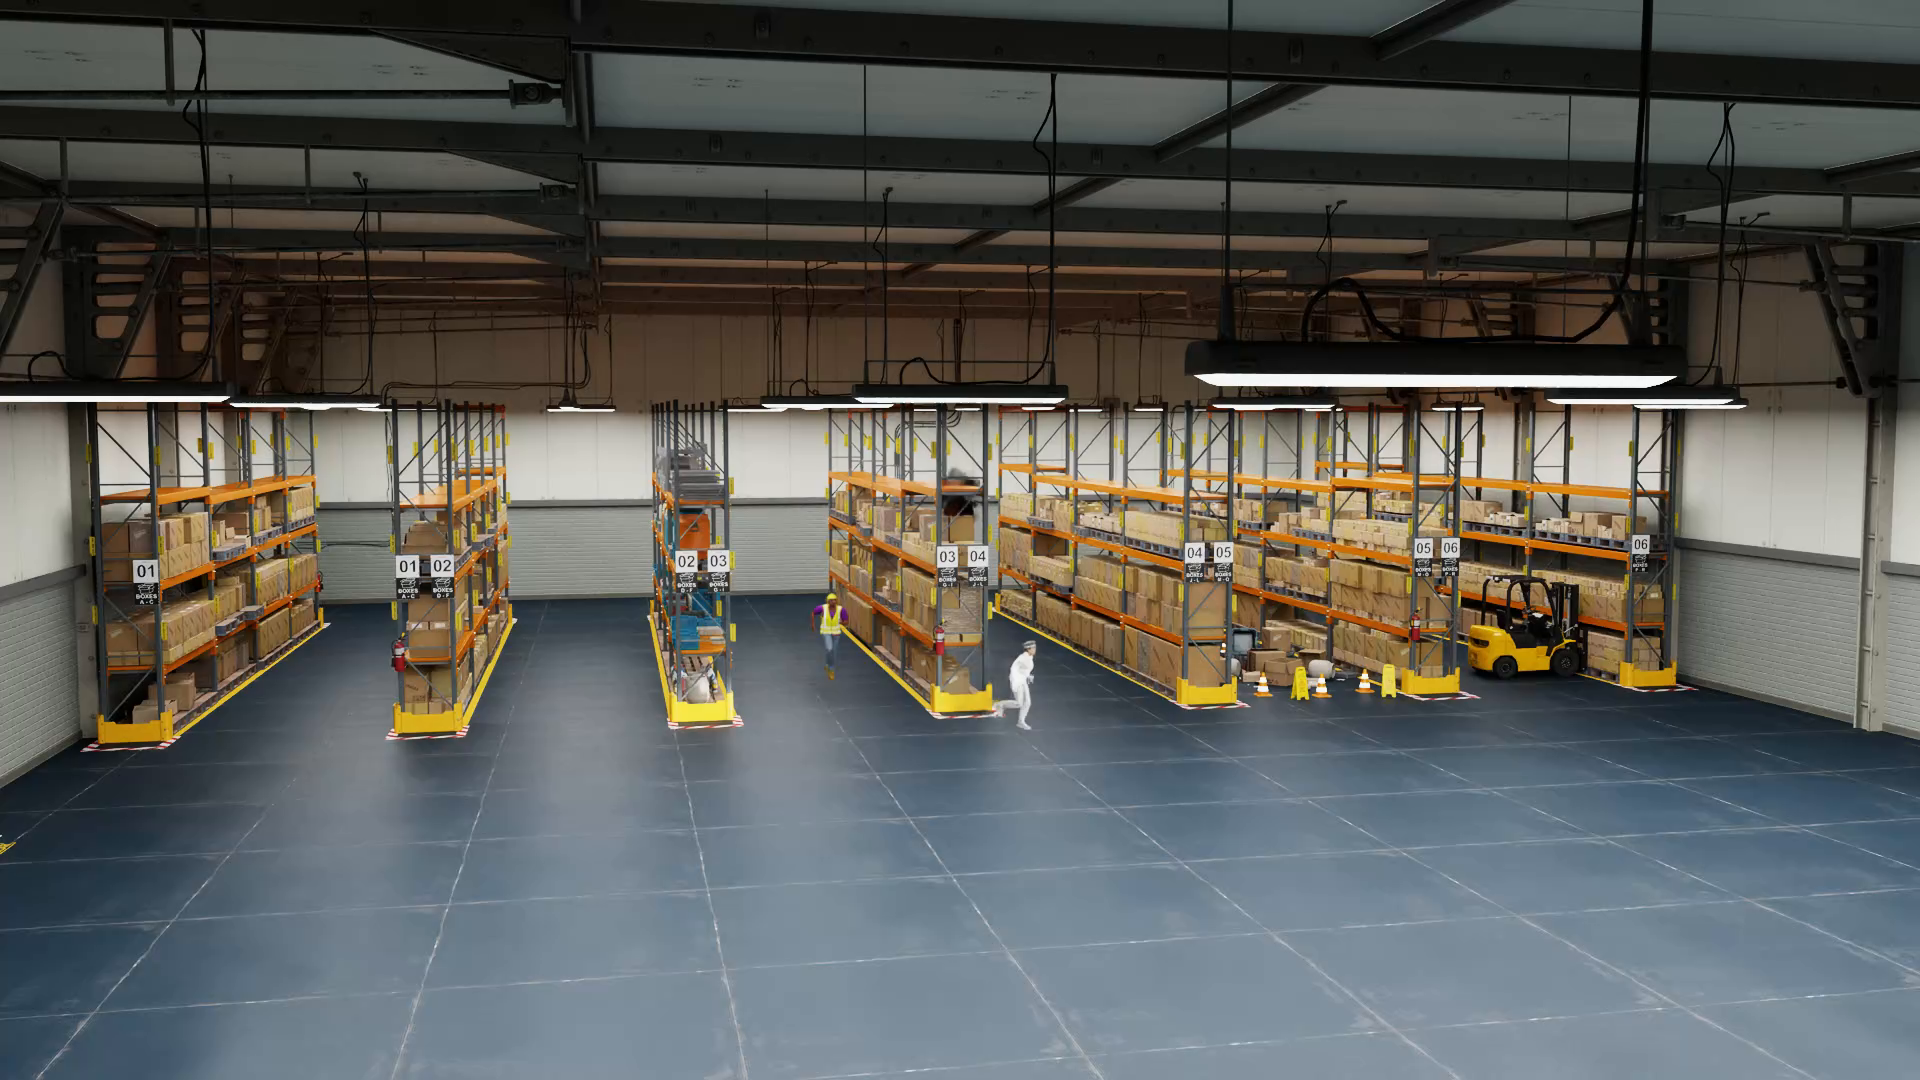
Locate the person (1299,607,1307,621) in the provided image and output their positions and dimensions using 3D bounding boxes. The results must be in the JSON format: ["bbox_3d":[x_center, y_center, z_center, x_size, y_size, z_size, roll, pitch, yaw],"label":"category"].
[{"bbox_3d":[9.057,1.479,44.659,0.659,1.836,0.923,-1,4,-10],"label":"person"}]

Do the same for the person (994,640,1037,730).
[{"bbox_3d":[1.016,2.620,30.251,0.795,1.632,0.615,1,4,16],"label":"person"}]

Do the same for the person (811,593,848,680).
[{"bbox_3d":[-2.697,1.991,34.591,0.728,1.791,0.841,-1,4,-15],"label":"person"}]
